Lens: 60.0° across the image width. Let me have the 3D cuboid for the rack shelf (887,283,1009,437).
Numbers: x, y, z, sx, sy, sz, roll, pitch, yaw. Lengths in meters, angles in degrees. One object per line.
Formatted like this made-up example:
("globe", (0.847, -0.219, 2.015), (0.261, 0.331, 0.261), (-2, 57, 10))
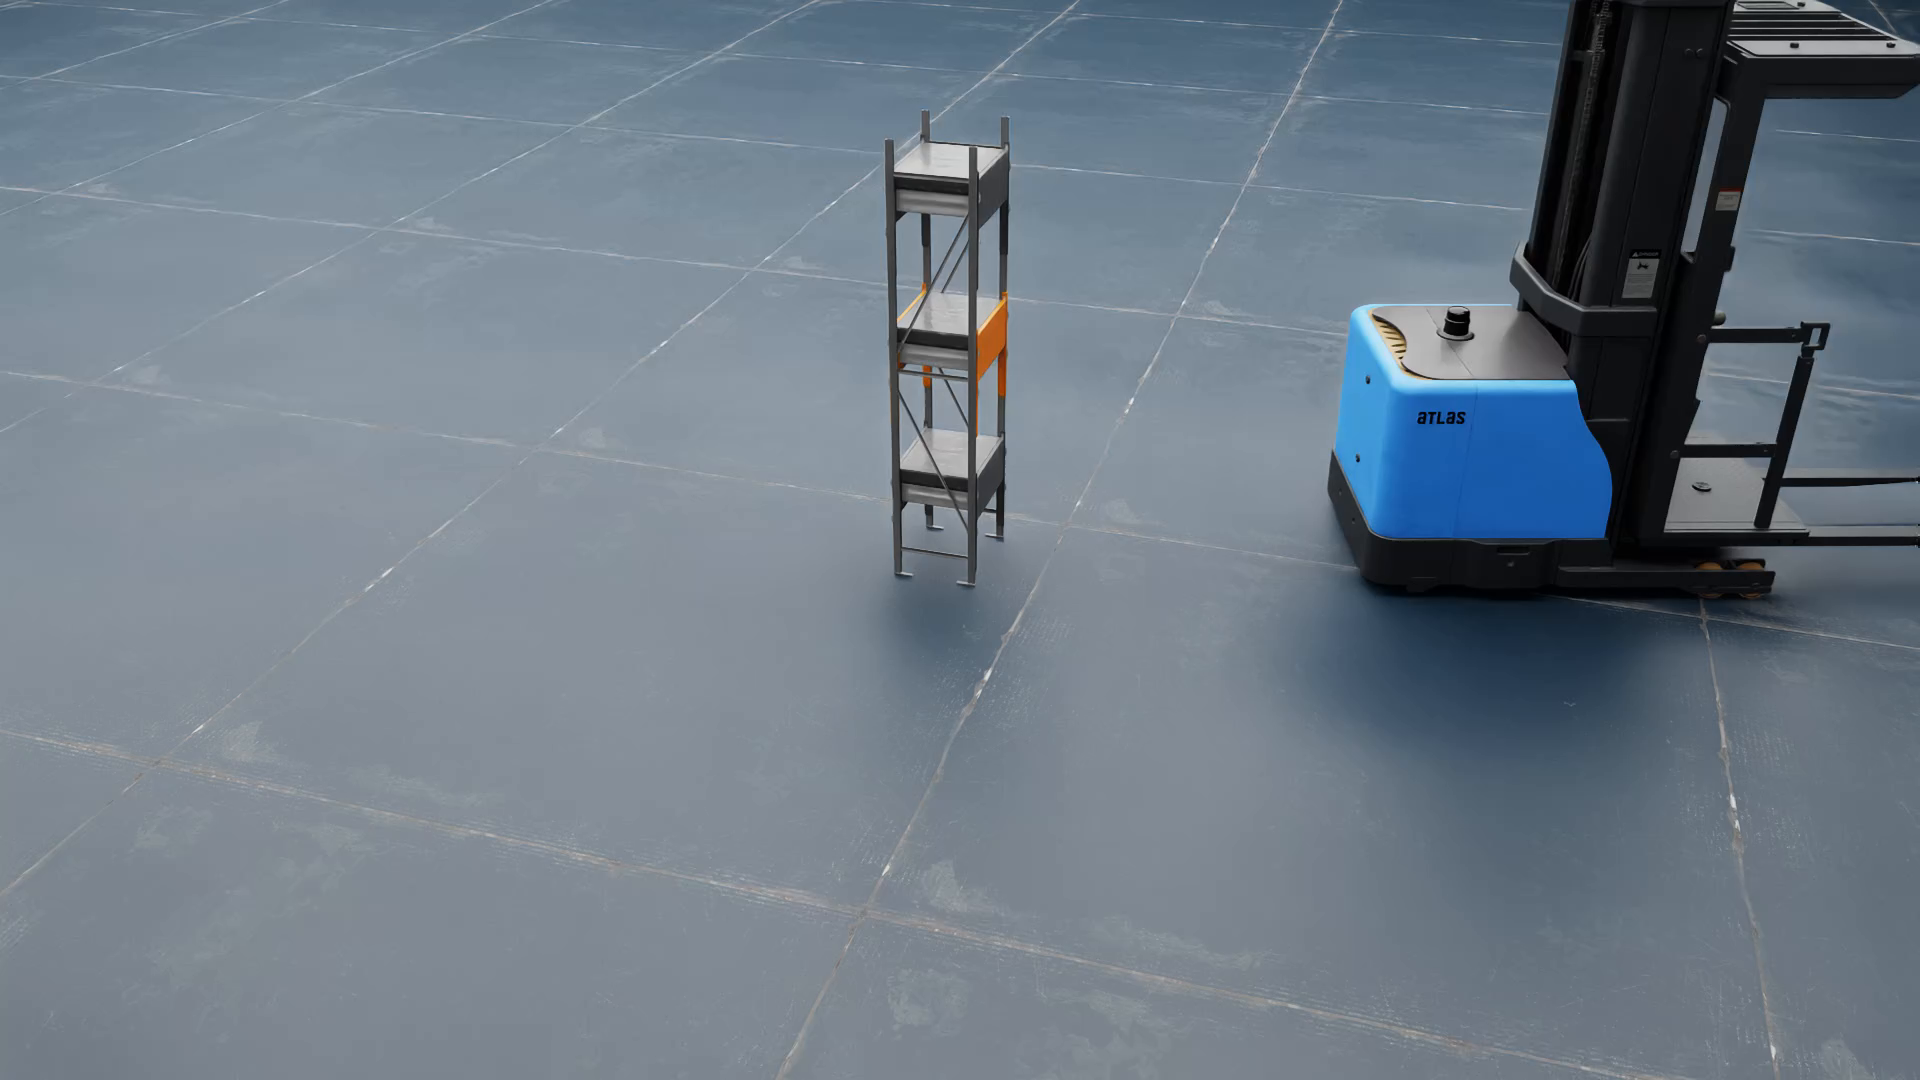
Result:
("rack shelf", (-0.049, -0.829, 7.608), (0.431, 0.518, 0.480), (8, 30, 15))

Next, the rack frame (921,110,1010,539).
("rack frame", (0.023, -0.954, 7.805), (0.400, 2.100, 0.015), (8, 30, 15))

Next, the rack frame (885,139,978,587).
("rack frame", (-0.120, -0.727, 7.397), (0.400, 2.100, 0.015), (8, 30, 15))

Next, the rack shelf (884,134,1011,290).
("rack shelf", (-0.049, -1.440, 7.268), (0.431, 0.518, 0.480), (8, 30, 15))

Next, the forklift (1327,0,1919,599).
("forklift", (3.405, -1.267, 7.512), (3.031, 2.935, 1.130), (0, 29, 0))

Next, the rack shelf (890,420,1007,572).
("rack shelf", (-0.049, -0.217, 7.948), (0.431, 0.518, 0.480), (8, 30, 15))

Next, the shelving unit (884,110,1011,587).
("shelving unit", (-0.049, -0.841, 7.601), (0.431, 2.100, 0.503), (8, 30, 15))
